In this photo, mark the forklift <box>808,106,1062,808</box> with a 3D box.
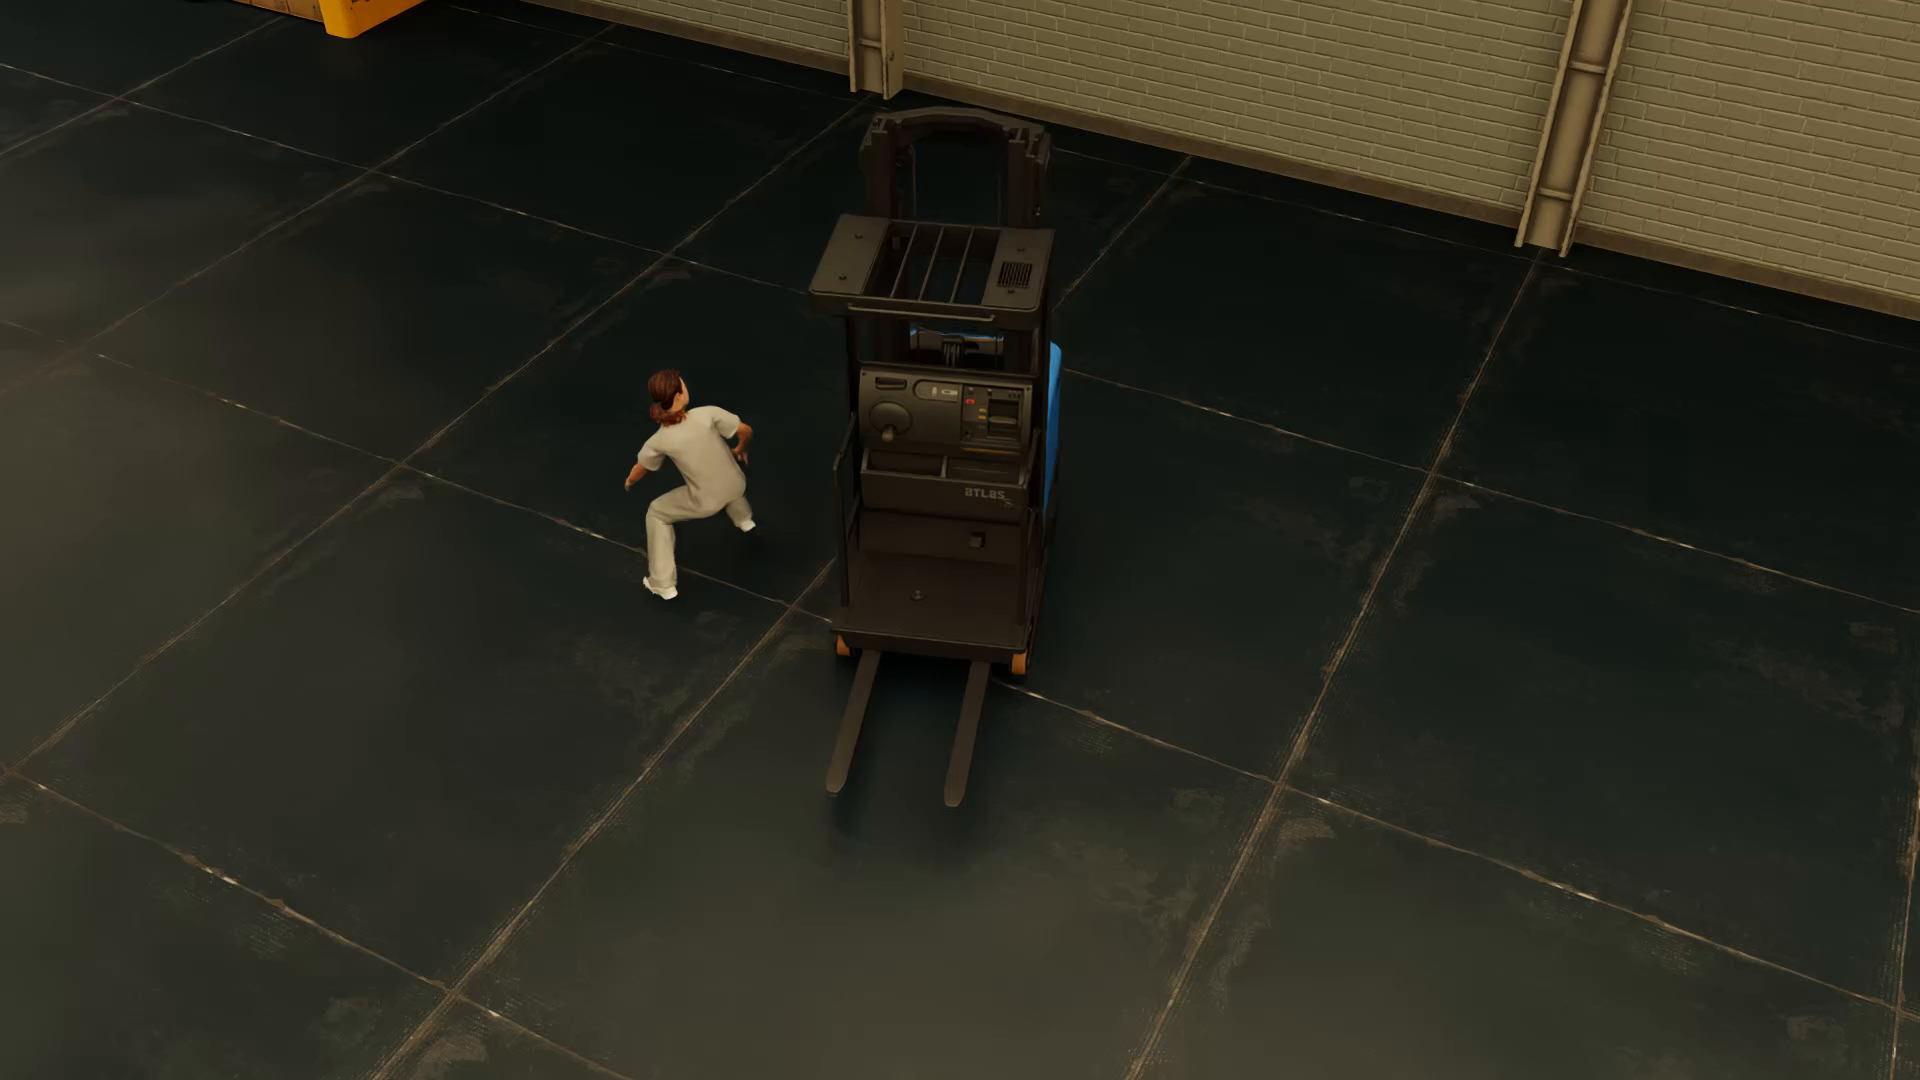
[{"bbox_3d":[-0.111,-0.610,8.711,1.130,2.935,3.031,6,40,7],"label":"forklift"}]

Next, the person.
[{"bbox_3d":[-1.556,-0.373,9.632,0.765,1.447,0.600,-22,45,-24],"label":"person"}]
